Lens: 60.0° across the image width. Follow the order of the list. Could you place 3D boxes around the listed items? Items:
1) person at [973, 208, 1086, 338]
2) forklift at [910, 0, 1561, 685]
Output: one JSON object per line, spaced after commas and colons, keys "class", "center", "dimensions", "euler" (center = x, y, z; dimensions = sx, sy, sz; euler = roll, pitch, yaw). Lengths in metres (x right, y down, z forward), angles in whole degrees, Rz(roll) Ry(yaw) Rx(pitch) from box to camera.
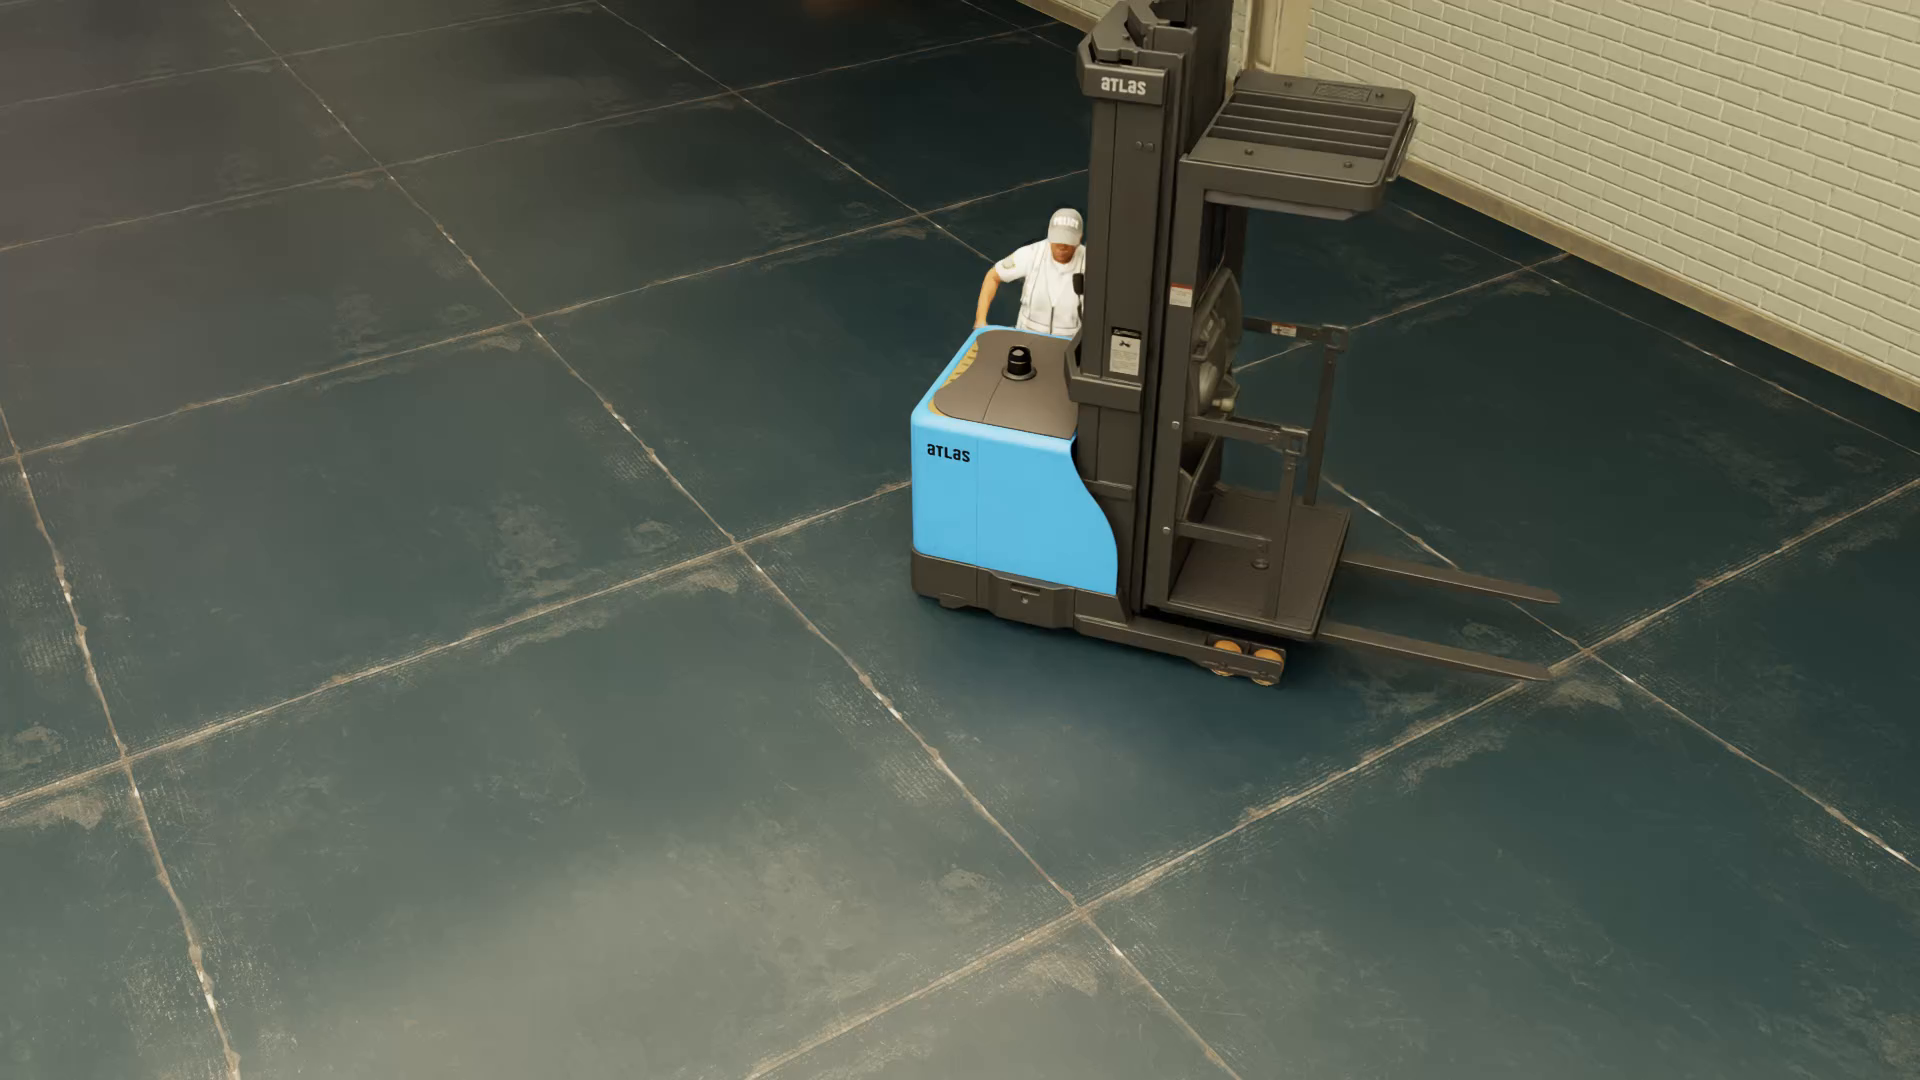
{"class": "person", "center": [0.505, -0.953, 8.681], "dimensions": [0.890, 1.585, 0.665], "euler": [9, 36, 12]}
{"class": "forklift", "center": [1.329, -0.870, 7.387], "dimensions": [3.031, 2.935, 1.130], "euler": [12, 37, 16]}
